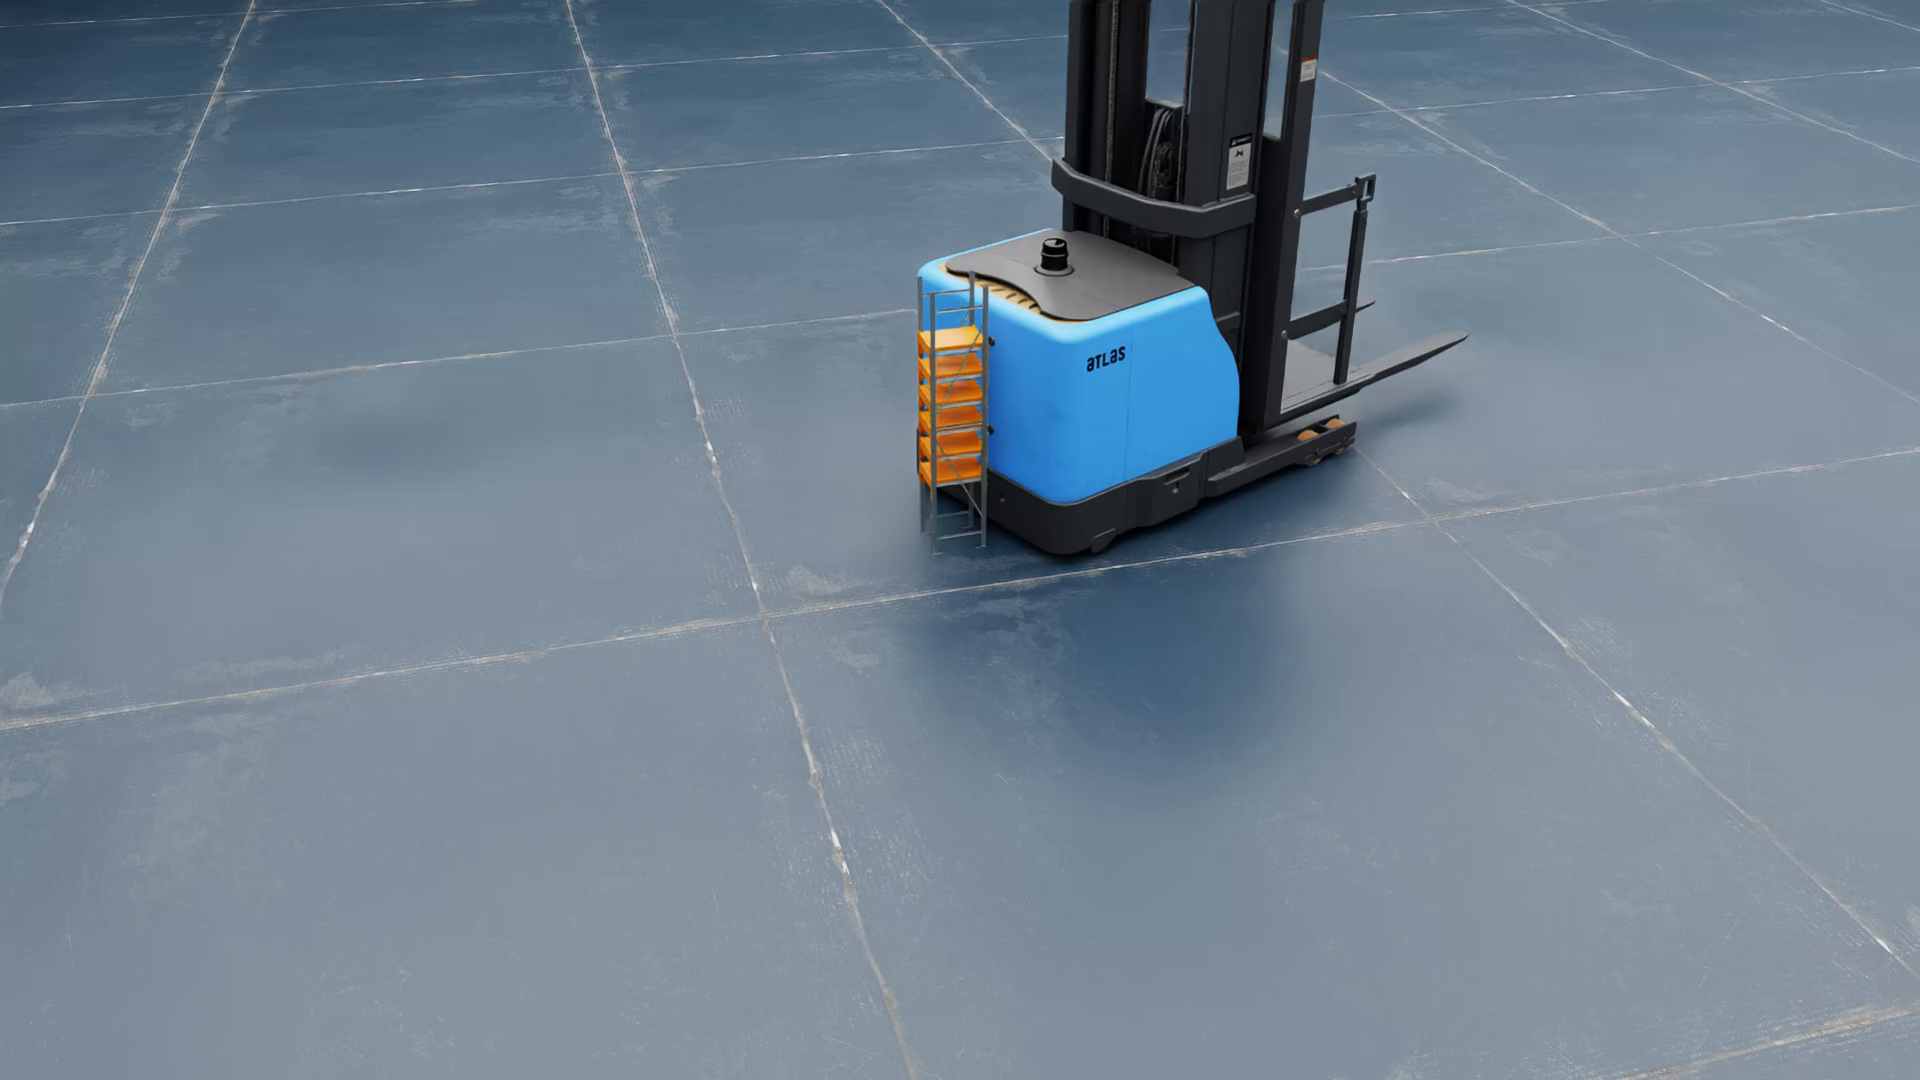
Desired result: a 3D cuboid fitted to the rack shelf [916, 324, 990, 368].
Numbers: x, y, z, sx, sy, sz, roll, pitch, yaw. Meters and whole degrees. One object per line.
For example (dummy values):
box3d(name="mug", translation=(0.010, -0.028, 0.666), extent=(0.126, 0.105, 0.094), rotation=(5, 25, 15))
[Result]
box3d(name="rack shelf", translation=(-0.030, -0.787, 6.782), extent=(0.258, 0.103, 0.180), rotation=(-9, 31, -14))

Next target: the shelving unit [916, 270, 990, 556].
box3d(name="shelving unit", translation=(-0.030, -0.514, 6.940), extent=(0.258, 1.200, 0.189), rotation=(-9, 31, -14))

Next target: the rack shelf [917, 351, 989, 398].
box3d(name="rack shelf", translation=(-0.030, -0.683, 6.842), extent=(0.258, 0.103, 0.180), rotation=(-9, 31, -14))

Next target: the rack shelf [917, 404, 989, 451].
box3d(name="rack shelf", translation=(-0.030, -0.475, 6.962), extent=(0.258, 0.103, 0.180), rotation=(-9, 31, -14))

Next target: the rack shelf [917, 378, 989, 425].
box3d(name="rack shelf", translation=(-0.030, -0.579, 6.902), extent=(0.258, 0.103, 0.180), rotation=(-9, 31, -14))

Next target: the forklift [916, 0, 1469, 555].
box3d(name="forklift", translation=(1.266, -1.803, 7.439), extent=(3.031, 2.935, 1.130), rotation=(-22, 37, -33))

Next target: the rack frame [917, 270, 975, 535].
box3d(name="rack frame", translation=(-0.056, -0.558, 7.015), extent=(0.240, 1.200, 0.006), rotation=(-9, 31, -14))

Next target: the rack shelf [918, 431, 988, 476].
box3d(name="rack shelf", translation=(-0.030, -0.371, 7.022), extent=(0.258, 0.103, 0.180), rotation=(-9, 31, -14))

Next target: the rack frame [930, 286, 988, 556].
box3d(name="rack frame", translation=(-0.004, -0.470, 6.864), extent=(0.240, 1.200, 0.006), rotation=(-9, 31, -14))

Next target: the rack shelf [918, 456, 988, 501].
box3d(name="rack shelf", translation=(-0.030, -0.267, 7.082), extent=(0.258, 0.103, 0.180), rotation=(-9, 31, -14))
